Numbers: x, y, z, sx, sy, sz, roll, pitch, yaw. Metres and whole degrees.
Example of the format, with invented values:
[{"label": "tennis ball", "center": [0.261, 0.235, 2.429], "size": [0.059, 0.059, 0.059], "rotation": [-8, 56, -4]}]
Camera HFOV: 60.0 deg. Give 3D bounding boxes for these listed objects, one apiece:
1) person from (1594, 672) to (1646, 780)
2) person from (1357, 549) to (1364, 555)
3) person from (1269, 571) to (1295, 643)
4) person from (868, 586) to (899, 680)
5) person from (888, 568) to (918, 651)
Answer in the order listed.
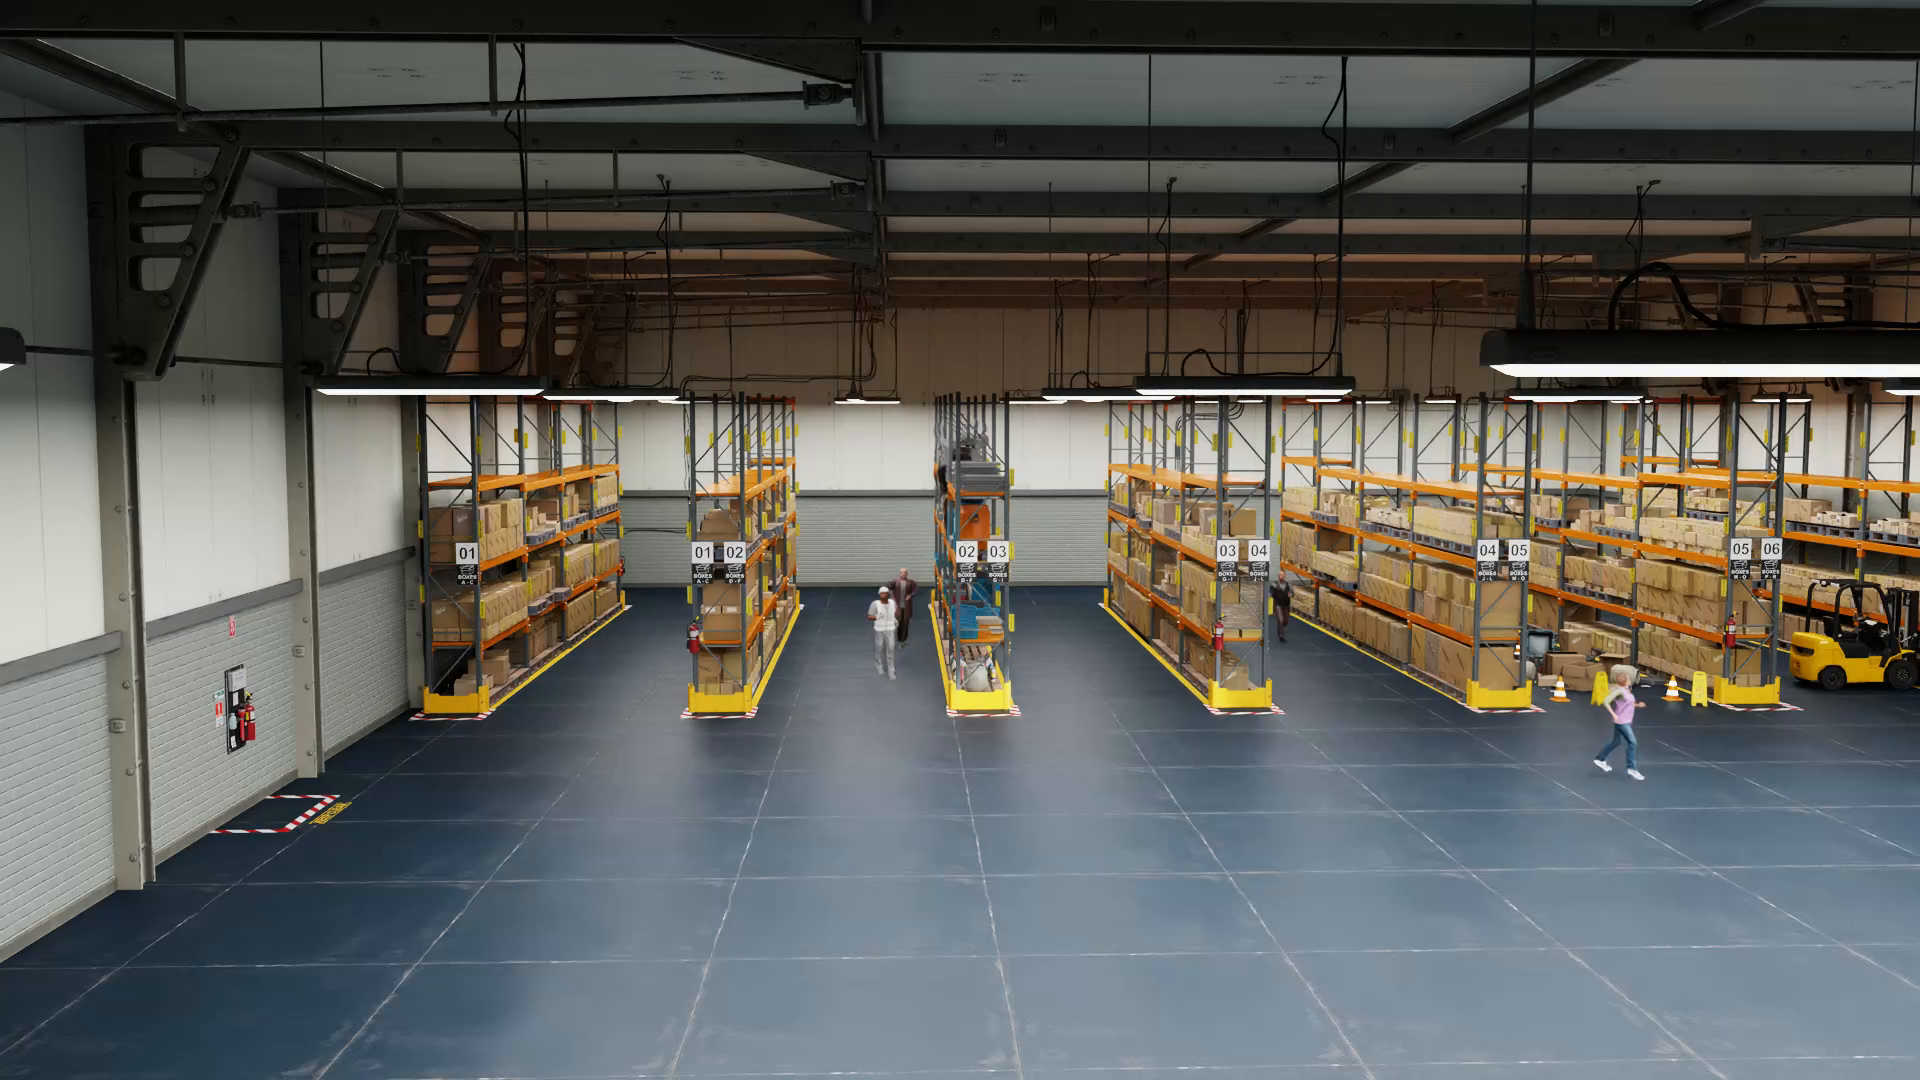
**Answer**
[{"label": "person", "center": [10.215, 2.851, 25.720], "size": [0.759, 1.632, 0.516], "rotation": [3, 5, 31]}, {"label": "person", "center": [11.915, 0.974, 49.172], "size": [0.792, 1.703, 0.602], "rotation": [0, 5, 2]}, {"label": "person", "center": [7.835, 1.613, 40.572], "size": [0.666, 1.699, 0.930], "rotation": [-1, 5, -9]}, {"label": "person", "center": [-1.521, 1.847, 33.374], "size": [0.670, 1.836, 0.806], "rotation": [-1, 5, -15]}, {"label": "person", "center": [-1.302, 1.575, 37.671], "size": [0.687, 1.885, 0.680], "rotation": [0, 5, -4]}]
